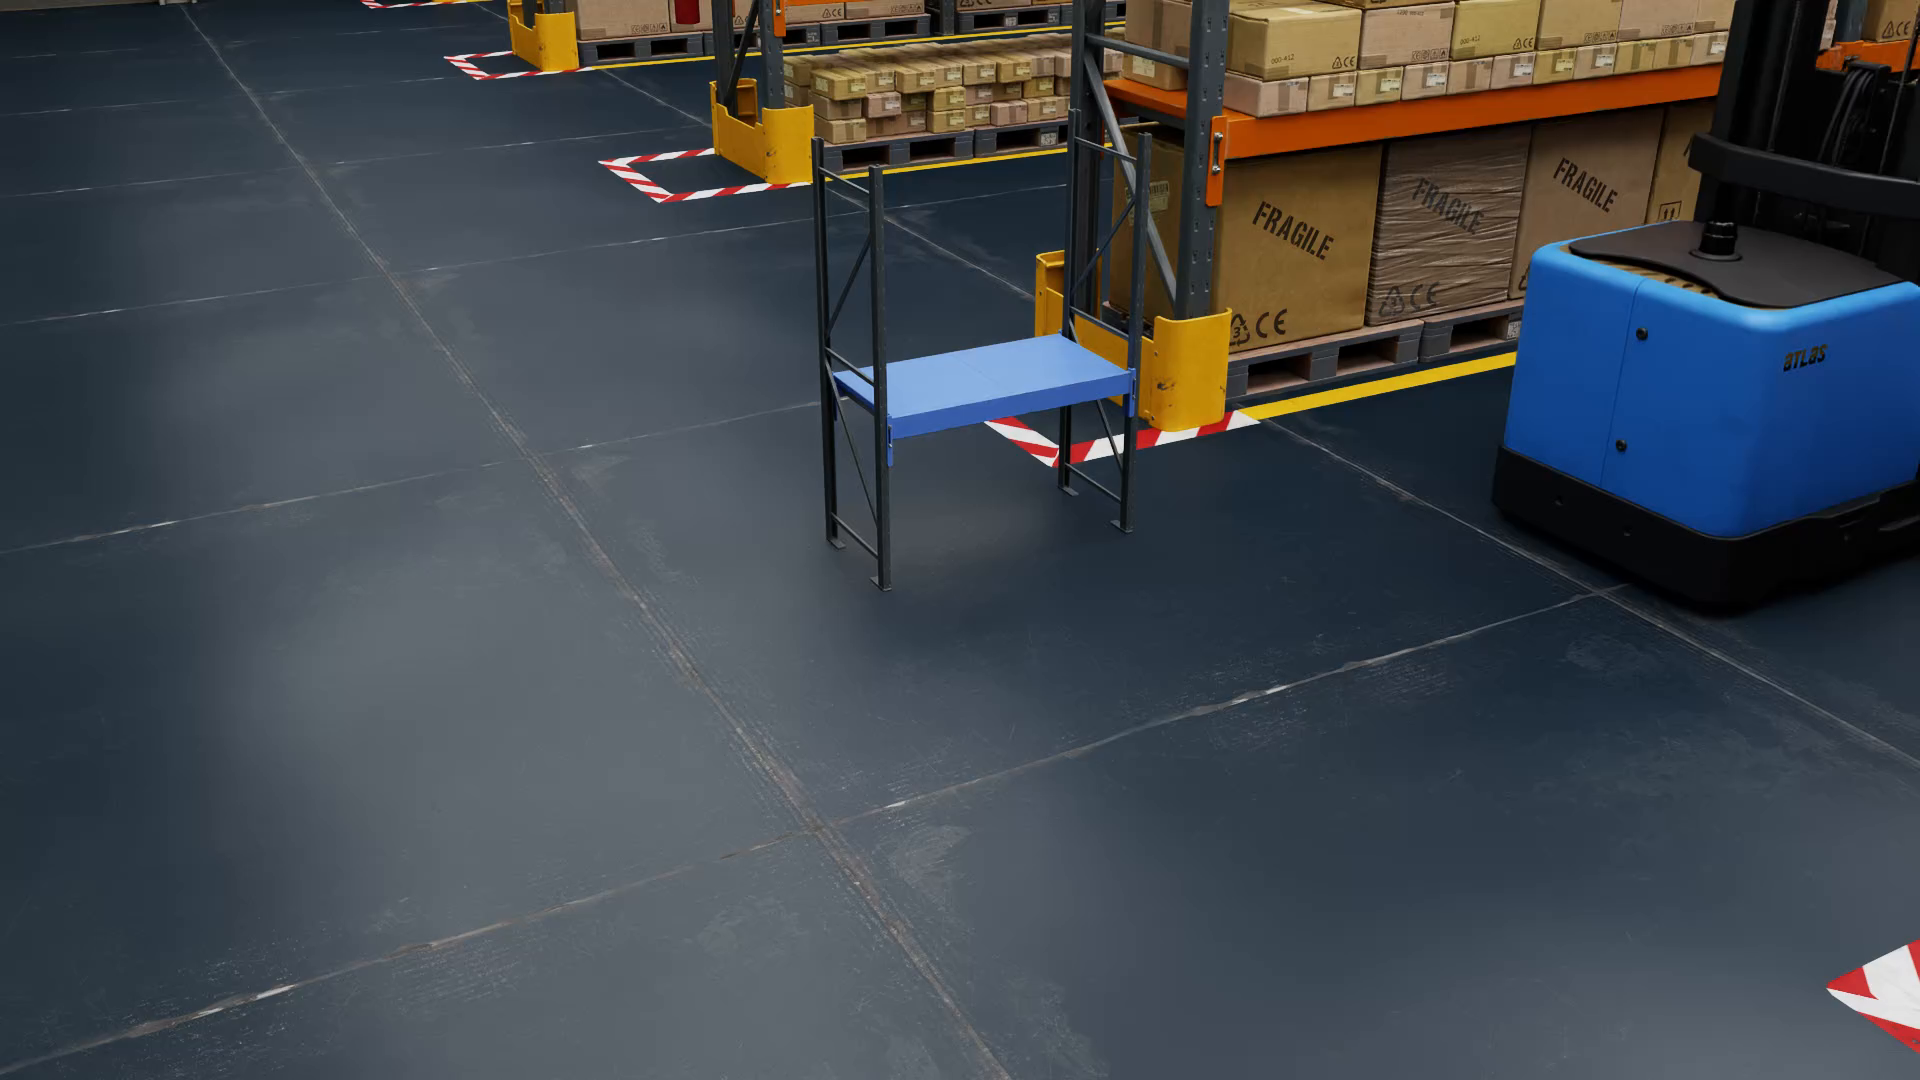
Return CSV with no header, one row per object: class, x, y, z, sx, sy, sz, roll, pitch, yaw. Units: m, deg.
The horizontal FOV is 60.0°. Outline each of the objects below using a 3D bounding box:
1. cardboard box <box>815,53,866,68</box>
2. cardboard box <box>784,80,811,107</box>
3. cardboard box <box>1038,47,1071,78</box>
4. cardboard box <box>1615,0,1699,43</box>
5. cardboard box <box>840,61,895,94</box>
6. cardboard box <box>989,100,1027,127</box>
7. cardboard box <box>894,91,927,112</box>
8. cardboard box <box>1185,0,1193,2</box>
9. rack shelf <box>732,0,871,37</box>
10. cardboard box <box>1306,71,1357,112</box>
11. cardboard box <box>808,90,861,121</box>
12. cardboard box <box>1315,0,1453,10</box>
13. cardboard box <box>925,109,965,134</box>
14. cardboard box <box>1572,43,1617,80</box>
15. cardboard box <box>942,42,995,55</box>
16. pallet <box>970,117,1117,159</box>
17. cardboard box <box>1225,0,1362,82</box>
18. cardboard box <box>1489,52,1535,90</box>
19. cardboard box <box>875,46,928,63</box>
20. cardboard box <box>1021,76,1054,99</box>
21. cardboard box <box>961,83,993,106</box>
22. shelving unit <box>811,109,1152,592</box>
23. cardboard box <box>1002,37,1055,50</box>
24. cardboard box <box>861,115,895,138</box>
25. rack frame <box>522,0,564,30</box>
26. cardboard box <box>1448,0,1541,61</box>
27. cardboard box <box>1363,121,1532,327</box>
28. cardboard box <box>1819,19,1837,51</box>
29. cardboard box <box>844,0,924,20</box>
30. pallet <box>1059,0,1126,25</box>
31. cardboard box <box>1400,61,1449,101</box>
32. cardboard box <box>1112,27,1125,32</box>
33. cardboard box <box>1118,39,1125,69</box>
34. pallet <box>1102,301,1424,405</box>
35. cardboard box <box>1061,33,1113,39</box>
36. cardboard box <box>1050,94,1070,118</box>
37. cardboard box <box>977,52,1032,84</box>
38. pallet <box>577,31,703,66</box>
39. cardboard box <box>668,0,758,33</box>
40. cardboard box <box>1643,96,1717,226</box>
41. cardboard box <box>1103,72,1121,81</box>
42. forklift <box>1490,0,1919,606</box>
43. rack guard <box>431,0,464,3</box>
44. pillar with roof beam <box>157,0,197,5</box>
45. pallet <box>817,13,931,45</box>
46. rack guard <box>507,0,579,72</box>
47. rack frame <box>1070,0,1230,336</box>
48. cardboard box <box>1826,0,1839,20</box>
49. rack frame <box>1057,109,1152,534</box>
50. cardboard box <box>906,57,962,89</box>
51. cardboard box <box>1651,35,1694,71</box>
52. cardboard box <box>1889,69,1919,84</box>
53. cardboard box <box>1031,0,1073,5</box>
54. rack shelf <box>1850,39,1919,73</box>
cardboard box,-0.861,-3.395,11.977,0.250,0.149,0.380,-12,28,-24
cardboard box,-1.126,-3.244,12.005,0.250,0.149,0.380,-14,29,-26
cardboard box,0.764,-3.510,12.217,0.250,0.149,0.380,-14,29,-27
cardboard box,3.145,-2.555,7.935,0.500,0.250,0.500,-12,28,-24
cardboard box,-0.648,-3.240,11.655,0.250,0.149,0.380,-12,28,-24
cardboard box,0.282,-3.131,12.115,0.250,0.149,0.380,-15,29,-28
cardboard box,-0.432,-3.154,11.818,0.250,0.149,0.380,-13,28,-24
cardboard box,1.094,-2.678,7.326,0.500,0.500,0.500,-13,28,-24
rack shelf,0.307,-4.072,12.097,4.000,0.370,1.077,-13,29,-25
cardboard box,1.482,-1.960,7.157,0.250,0.149,0.380,-13,29,-26
cardboard box,-0.874,-3.036,11.573,0.250,0.149,0.380,-12,28,-23
cardboard box,1.779,-2.575,7.111,0.500,0.500,0.500,-14,29,-26
cardboard box,-0.159,-3.026,11.895,0.250,0.149,0.380,-13,28,-24
cardboard box,2.843,-2.275,7.813,0.250,0.149,0.380,-13,28,-24
cardboard box,0.062,-3.612,12.429,0.250,0.149,0.380,-14,29,-27
pallet,0.418,-3.146,12.559,1.213,0.211,1.003,-13,29,-25
cardboard box,1.338,-2.135,7.061,0.500,0.250,0.500,-14,29,-26
cardboard box,2.389,-2.170,7.594,0.250,0.149,0.380,-13,29,-26
cardboard box,-0.434,-3.525,12.248,0.250,0.149,0.380,-14,29,-27
cardboard box,0.498,-3.377,12.283,0.250,0.149,0.380,-12,28,-23
cardboard box,0.035,-3.255,12.029,0.250,0.149,0.380,-14,29,-28
shelving unit,0.075,-0.693,5.962,1.048,1.500,0.538,-13,29,-25
cardboard box,0.516,-3.712,12.636,0.250,0.149,0.380,-14,29,-27
cardboard box,-0.652,-2.962,11.763,0.250,0.149,0.380,-13,29,-25
rack frame,-3.876,-5.859,14.987,0.127,3.000,1.000,-13,29,-25
cardboard box,2.239,-2.345,7.498,0.500,0.250,0.500,-14,29,-27
cardboard box,2.118,-1.652,8.195,0.875,0.875,0.875,-13,29,-25
cardboard box,4.202,-2.588,8.466,0.250,0.149,0.380,-13,28,-25
cardboard box,-0.951,-5.621,16.967,0.875,0.438,0.875,-13,29,-26
pallet,1.377,-5.853,18.196,1.213,0.211,1.003,-13,29,-25
cardboard box,1.937,-2.066,7.377,0.250,0.149,0.380,-13,29,-26
cardboard box,1.400,-3.952,13.136,0.250,0.149,0.380,-12,28,-23
cardboard box,1.192,-3.660,12.530,0.250,0.149,0.380,-12,28,-23
pallet,1.456,-1.010,8.110,1.213,0.211,1.003,-13,29,-25
cardboard box,0.980,-3.819,12.861,0.250,0.149,0.380,-14,29,-26
cardboard box,0.711,-3.260,12.382,0.250,0.149,0.380,-12,28,-24
cardboard box,0.317,-3.414,12.016,0.250,0.149,0.380,-13,28,-24
pallet,-3.207,-4.795,15.992,1.213,0.211,1.003,-13,29,-25
cardboard box,-2.537,-5.255,16.205,0.875,0.438,0.875,-12,28,-24
cardboard box,3.697,-2.017,8.954,0.875,0.875,0.875,-13,29,-25
cardboard box,1.000,-3.462,12.460,0.250,0.149,0.380,-12,28,-24
forklift,3.574,-1.550,6.091,3.031,2.935,1.130,-14,29,-27
rack guard,-6.148,-6.642,19.507,0.348,0.500,1.175,-13,29,-25
pillar with roof beam,-6.992,-8.609,13.784,0.400,9.000,9.100,-13,29,-25
pallet,-1.054,-5.292,17.027,1.213,0.211,1.003,-13,29,-25
rack guard,-3.897,-4.727,15.518,0.348,0.500,1.175,-13,29,-25
rack frame,0.788,-2.074,7.105,0.127,3.000,1.000,-13,29,-25
cardboard box,4.051,-2.765,8.373,0.500,0.250,0.500,-14,29,-26
rack frame,0.524,-0.797,6.177,0.032,1.500,0.500,-13,29,-25
cardboard box,-0.186,-3.325,11.831,0.250,0.149,0.380,-15,29,-28
cardboard box,3.294,-2.379,8.029,0.250,0.149,0.380,-12,28,-24
cardboard box,4.872,-2.258,9.458,0.875,0.875,1.225,-13,29,-25
cardboard box,0.957,-6.249,17.769,0.875,0.875,0.875,-12,28,-24
rack shelf,6.082,-2.972,9.805,4.000,0.370,1.077,-13,29,-25
